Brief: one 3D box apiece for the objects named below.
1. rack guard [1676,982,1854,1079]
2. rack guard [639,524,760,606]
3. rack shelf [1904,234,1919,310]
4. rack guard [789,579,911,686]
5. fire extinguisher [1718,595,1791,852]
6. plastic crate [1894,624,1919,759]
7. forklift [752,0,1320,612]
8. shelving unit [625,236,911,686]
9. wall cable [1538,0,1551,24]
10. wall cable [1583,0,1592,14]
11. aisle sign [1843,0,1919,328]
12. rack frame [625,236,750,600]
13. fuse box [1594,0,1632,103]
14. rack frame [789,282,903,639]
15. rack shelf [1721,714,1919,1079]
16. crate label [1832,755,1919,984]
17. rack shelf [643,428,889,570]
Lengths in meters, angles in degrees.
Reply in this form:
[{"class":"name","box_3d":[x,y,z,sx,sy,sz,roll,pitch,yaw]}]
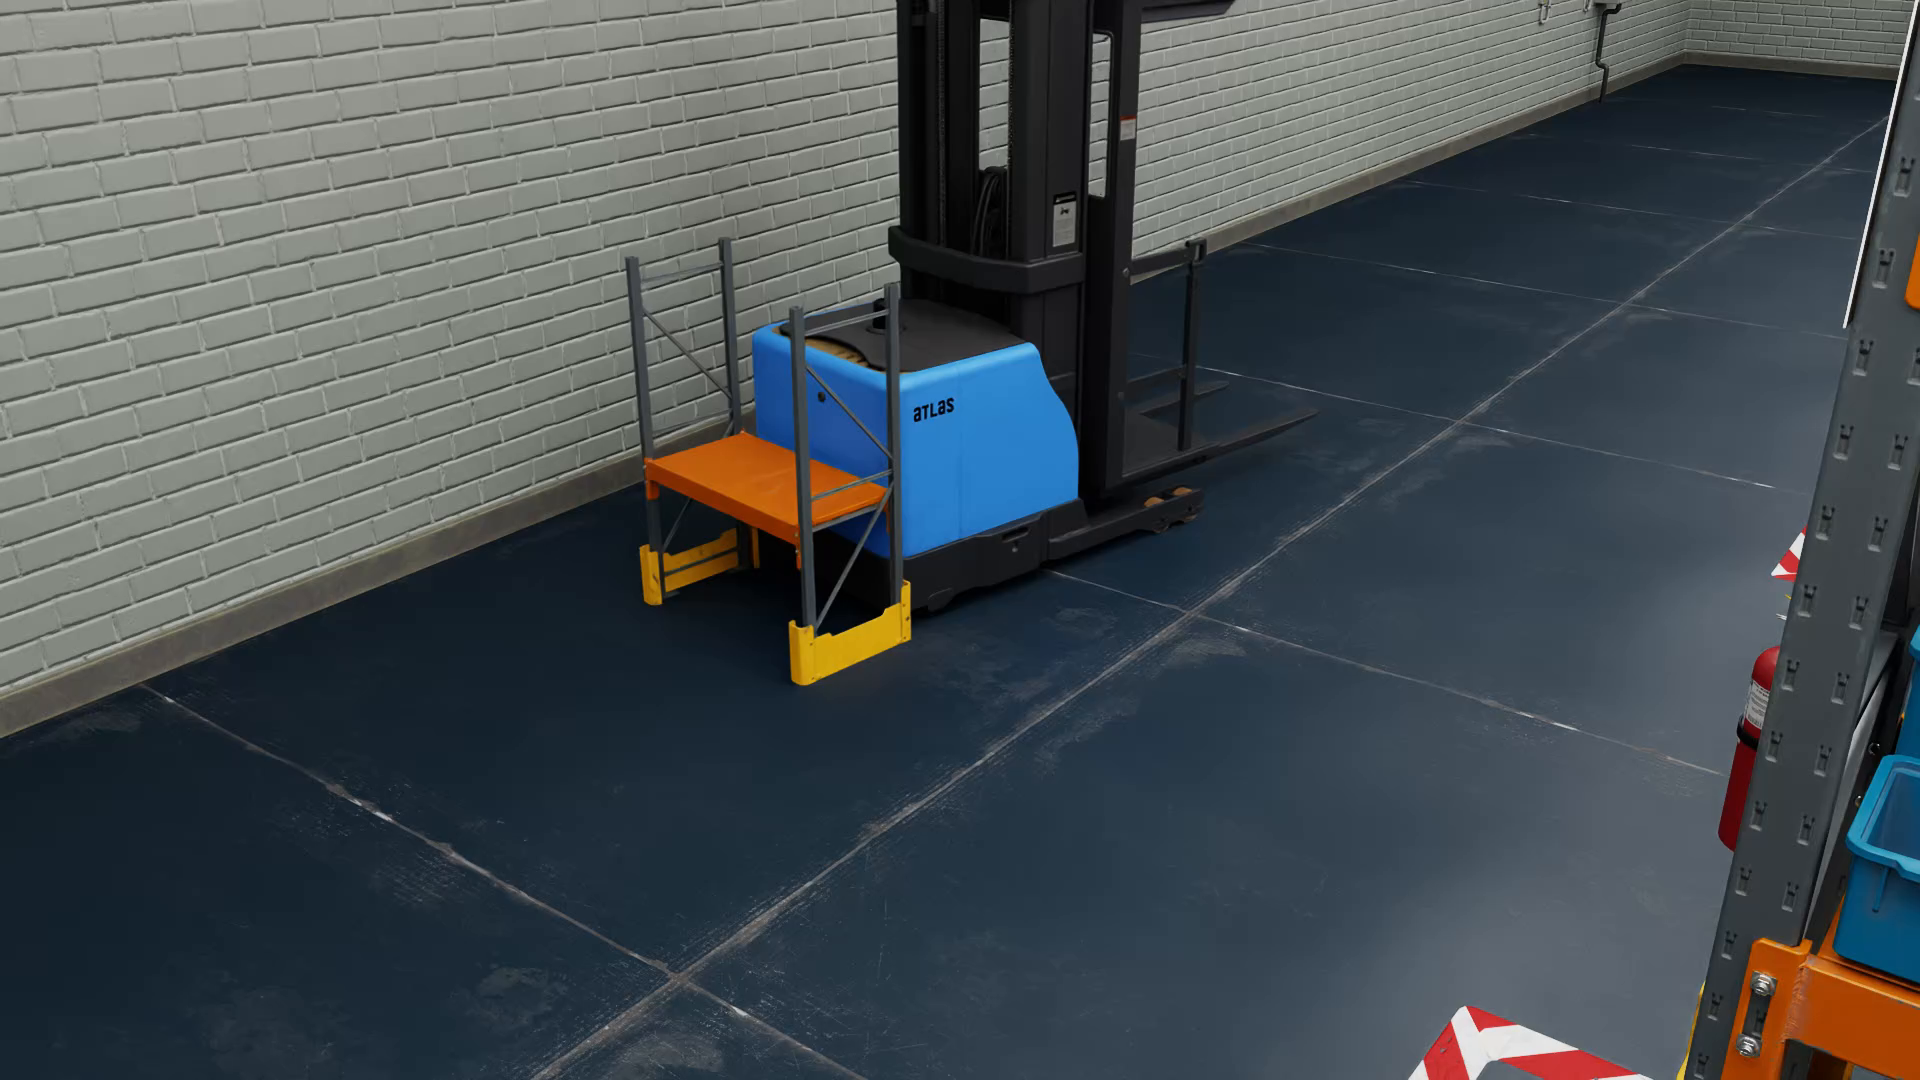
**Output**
[{"class":"rack guard","box_3d":[1.661,1.510,3.703,0.348,0.500,1.175,17,29,33]},{"class":"rack guard","box_3d":[-1.130,0.076,7.267,0.587,0.250,0.087,-22,32,-40]},{"class":"rack shelf","box_3d":[3.288,-0.192,1.638,4.000,0.370,1.077,17,29,33]},{"class":"rack guard","box_3d":[-0.431,0.361,6.618,0.587,0.250,0.087,-22,32,-40]},{"class":"fire extinguisher","box_3d":[1.839,0.390,3.702,0.183,0.674,0.296,17,29,33]},{"class":"plastic crate","box_3d":[2.067,0.345,3.129,0.499,0.435,0.616,17,29,33]},{"class":"forklift","box_3d":[0.531,-1.517,7.557,3.031,2.935,1.130,-19,30,-37]},{"class":"shelving unit","box_3d":[-0.781,-0.353,6.689,0.587,1.500,1.083,-22,32,-40]},{"class":"wall cable","box_3d":[6.075,-6.263,16.946,0.123,1.953,0.585,17,29,33]},{"class":"wall cable","box_3d":[6.917,-6.709,17.997,0.122,1.984,0.588,17,29,33]},{"class":"aisle sign","box_3d":[1.452,-0.744,2.493,0.004,0.787,0.394,17,29,33]},{"class":"rack frame","box_3d":[-1.132,-0.496,7.014,0.500,1.500,0.032,-22,32,-40]},{"class":"fuse box","box_3d":[7.452,-5.837,18.875,0.414,1.711,0.539,17,29,33]},{"class":"rack frame","box_3d":[-0.418,-0.204,6.352,0.500,1.500,0.032,-22,32,-40]},{"class":"rack shelf","box_3d":[3.288,1.180,2.243,4.000,0.370,1.077,17,29,33]},{"class":"crate label","box_3d":[1.688,0.583,2.841,0.303,0.233,0.416,17,29,33]},{"class":"rack shelf","box_3d":[-0.775,-0.186,6.756,0.538,0.185,1.000,-22,32,-40]}]
